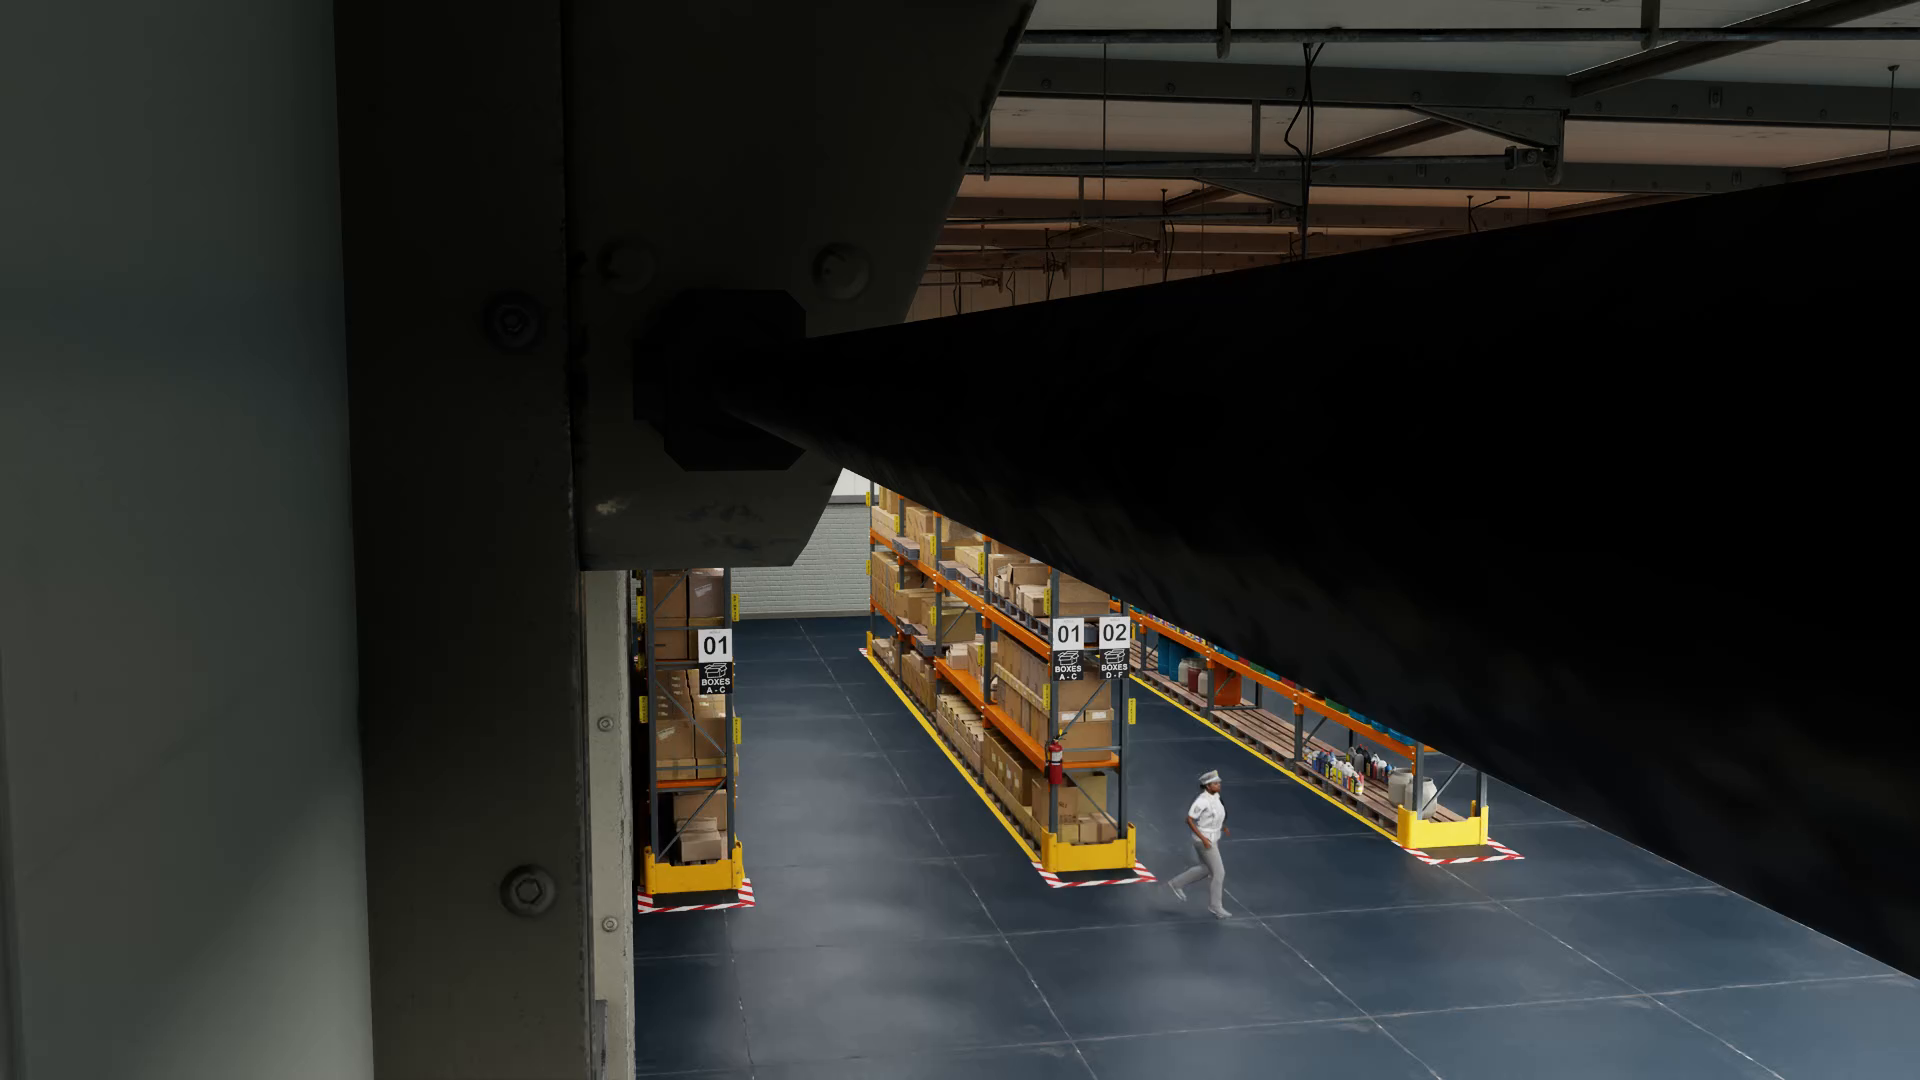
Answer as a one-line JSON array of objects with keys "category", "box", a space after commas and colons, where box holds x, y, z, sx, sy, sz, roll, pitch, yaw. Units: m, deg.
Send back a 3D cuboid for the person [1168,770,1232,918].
[{"category": "person", "box": [2.805, 3.486, 19.272, 0.773, 1.725, 0.577, 3, 7, 26]}]
